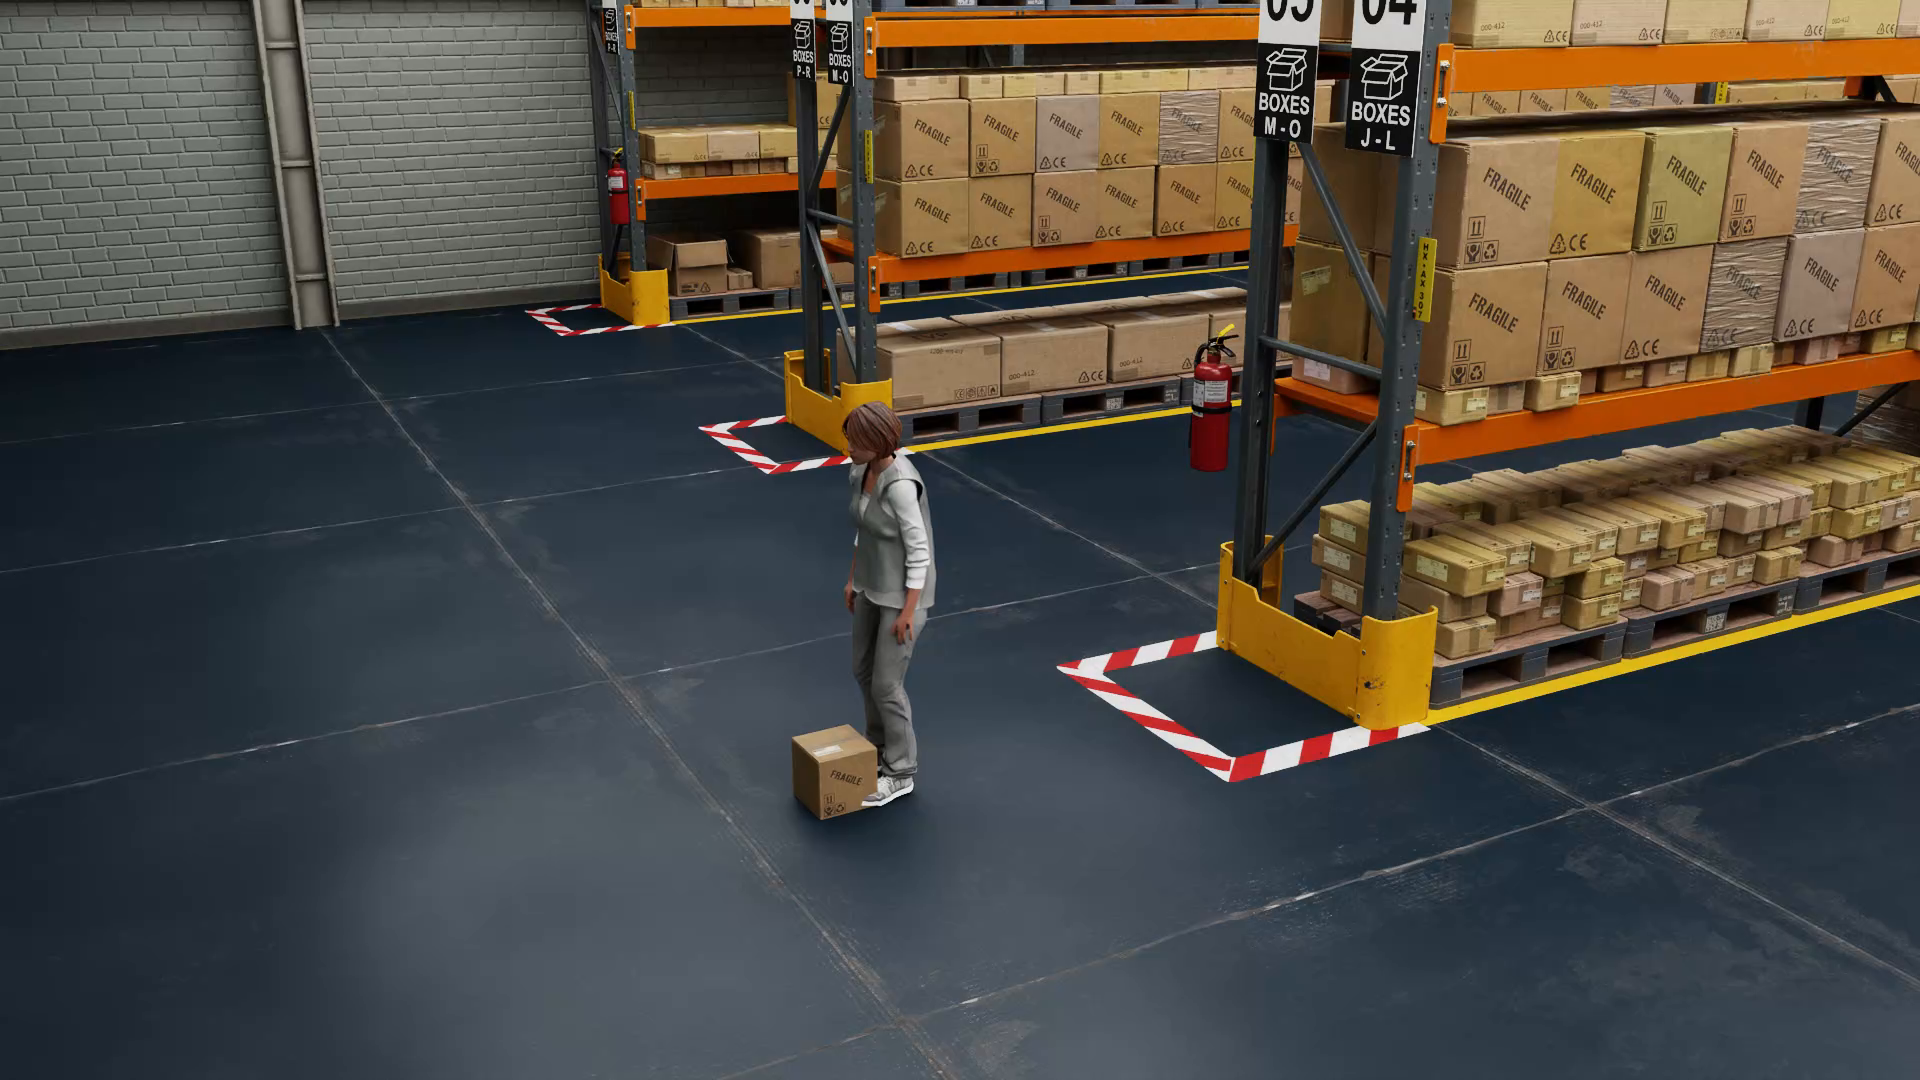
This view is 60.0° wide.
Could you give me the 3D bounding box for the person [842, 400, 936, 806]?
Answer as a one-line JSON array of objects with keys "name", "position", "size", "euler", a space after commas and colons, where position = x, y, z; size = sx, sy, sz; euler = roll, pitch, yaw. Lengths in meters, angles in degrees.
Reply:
[{"name": "person", "position": [-0.297, 0.234, 6.387], "size": [0.371, 1.594, 0.485], "euler": [-11, 22, -30]}]
